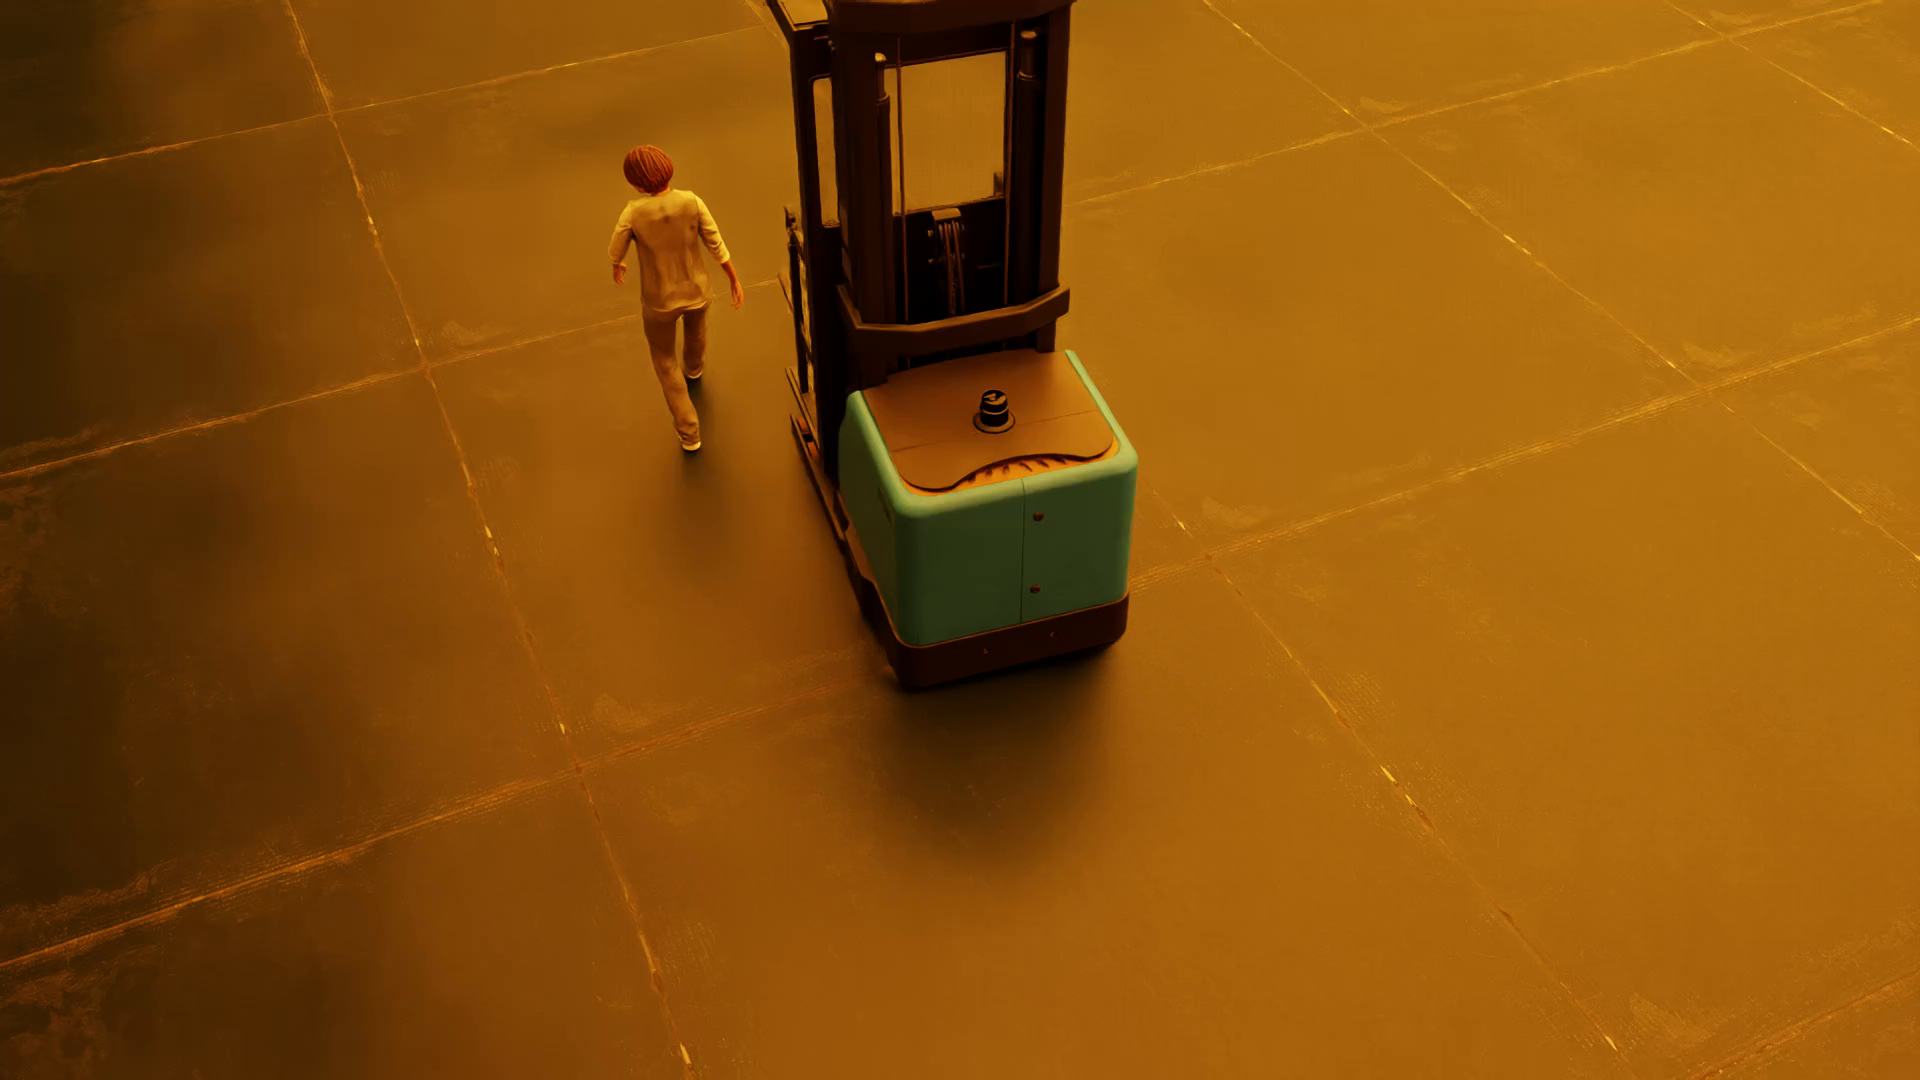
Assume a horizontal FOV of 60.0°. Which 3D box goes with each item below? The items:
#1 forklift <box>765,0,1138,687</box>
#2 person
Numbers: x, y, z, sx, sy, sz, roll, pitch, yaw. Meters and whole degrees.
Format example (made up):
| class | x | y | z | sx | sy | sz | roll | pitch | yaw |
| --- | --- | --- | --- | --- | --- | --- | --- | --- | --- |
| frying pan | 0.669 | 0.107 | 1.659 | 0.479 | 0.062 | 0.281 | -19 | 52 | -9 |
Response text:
| class | x | y | z | sx | sy | sz | roll | pitch | yaw |
| --- | --- | --- | --- | --- | --- | --- | --- | --- | --- |
| forklift | -0.205 | -1.470 | 7.256 | 1.130 | 2.935 | 3.031 | -12 | 44 | -13 |
| person | -1.389 | -1.264 | 8.069 | 0.576 | 1.534 | 0.826 | -18 | 46 | -18 |
